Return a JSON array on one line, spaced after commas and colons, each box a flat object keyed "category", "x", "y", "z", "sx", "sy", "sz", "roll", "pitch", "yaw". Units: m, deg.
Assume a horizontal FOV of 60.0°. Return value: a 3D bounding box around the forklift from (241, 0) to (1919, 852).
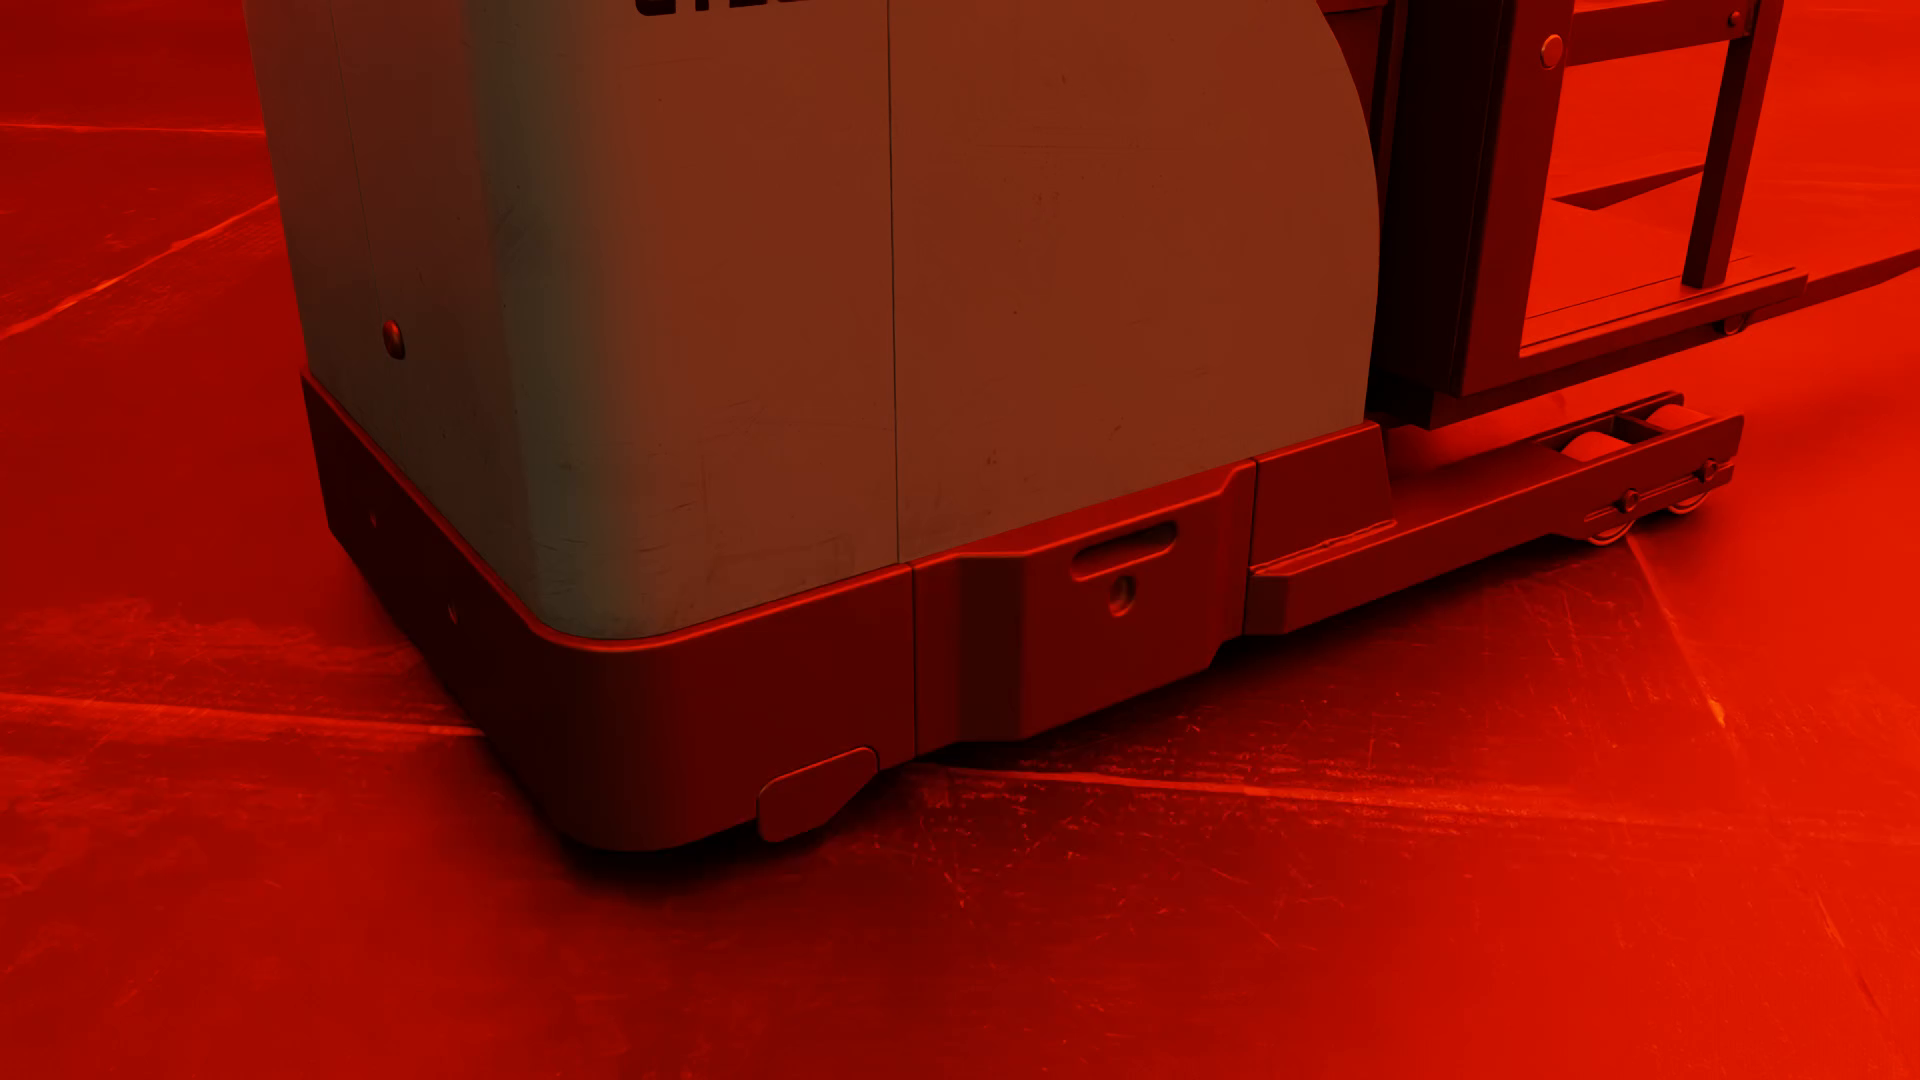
[{"category": "forklift", "x": 0.597, "y": -1.482, "z": 2.187, "sx": 3.031, "sy": 2.935, "sz": 1.130, "roll": -17, "pitch": 31, "yaw": -30}]
